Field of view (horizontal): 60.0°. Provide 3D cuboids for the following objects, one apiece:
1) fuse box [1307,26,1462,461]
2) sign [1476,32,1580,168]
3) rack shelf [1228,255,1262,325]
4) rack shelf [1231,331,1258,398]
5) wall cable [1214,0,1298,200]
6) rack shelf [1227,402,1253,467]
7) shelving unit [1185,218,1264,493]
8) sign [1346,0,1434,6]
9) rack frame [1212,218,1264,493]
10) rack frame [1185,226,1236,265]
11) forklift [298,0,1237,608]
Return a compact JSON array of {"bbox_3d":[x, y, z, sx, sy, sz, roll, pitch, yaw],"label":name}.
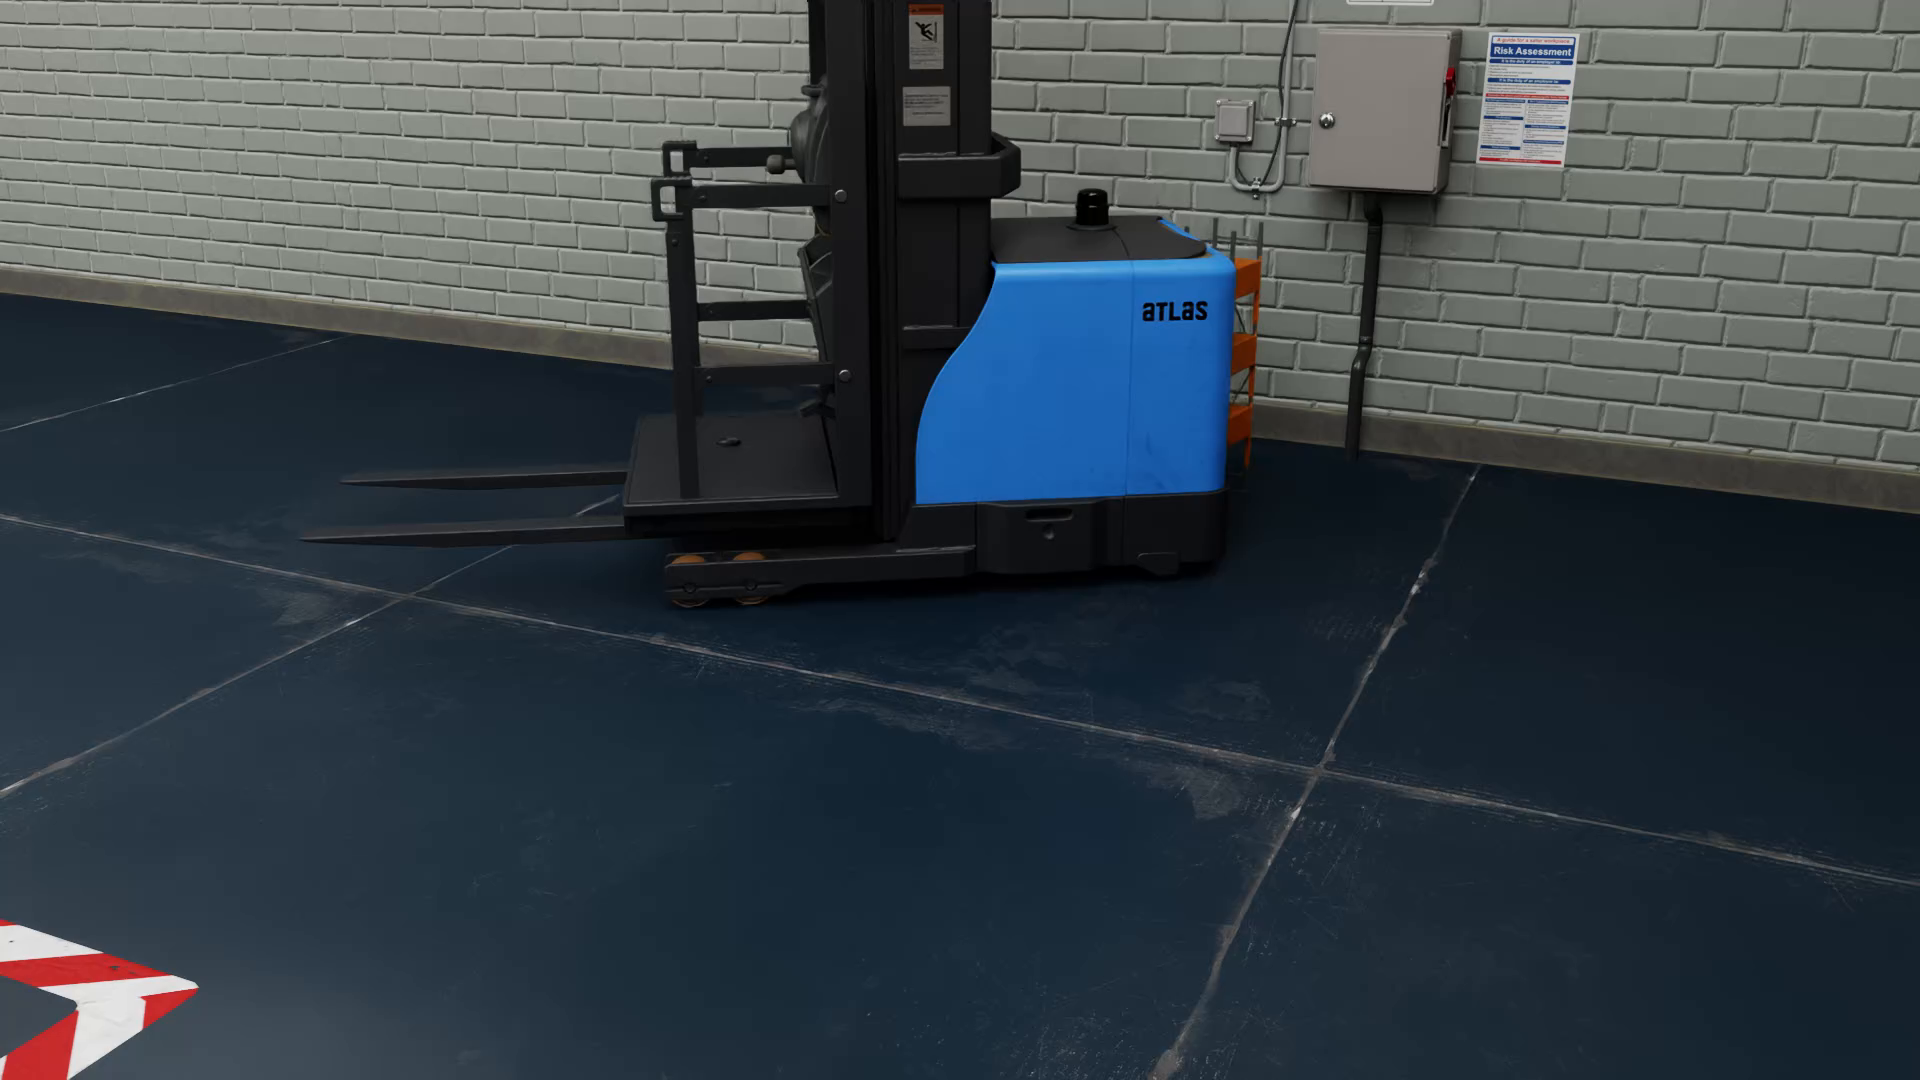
[{"bbox_3d":[1.639,-1.131,6.594,0.539,1.711,0.414,9,21,23],"label":"fuse box"},{"bbox_3d":[2.174,-1.688,6.381,0.329,0.494,0.001,9,21,23],"label":"sign"},{"bbox_3d":[0.968,-0.918,6.167,0.215,0.259,0.240,12,23,31],"label":"rack shelf"},{"bbox_3d":[0.968,-0.651,6.262,0.215,0.259,0.240,12,23,31],"label":"rack shelf"},{"bbox_3d":[1.081,-2.358,6.606,0.588,1.984,0.122,9,21,23],"label":"wall cable"},{"bbox_3d":[0.968,-0.389,6.356,0.215,0.259,0.240,12,23,31],"label":"rack shelf"},{"bbox_3d":[0.968,-0.661,6.259,0.215,1.050,0.252,12,23,31],"label":"shelving unit"},{"bbox_3d":[1.673,-2.198,6.439,0.339,0.242,0.001,9,21,23],"label":"sign"},{"bbox_3d":[1.035,-0.695,6.355,0.200,1.050,0.008,12,23,31],"label":"rack frame"},{"bbox_3d":[0.901,-0.626,6.163,0.200,1.050,0.008,12,23,31],"label":"rack frame"},{"bbox_3d":[-0.658,-1.352,5.395,3.031,2.935,1.130,-3,20,-7],"label":"forklift"}]
